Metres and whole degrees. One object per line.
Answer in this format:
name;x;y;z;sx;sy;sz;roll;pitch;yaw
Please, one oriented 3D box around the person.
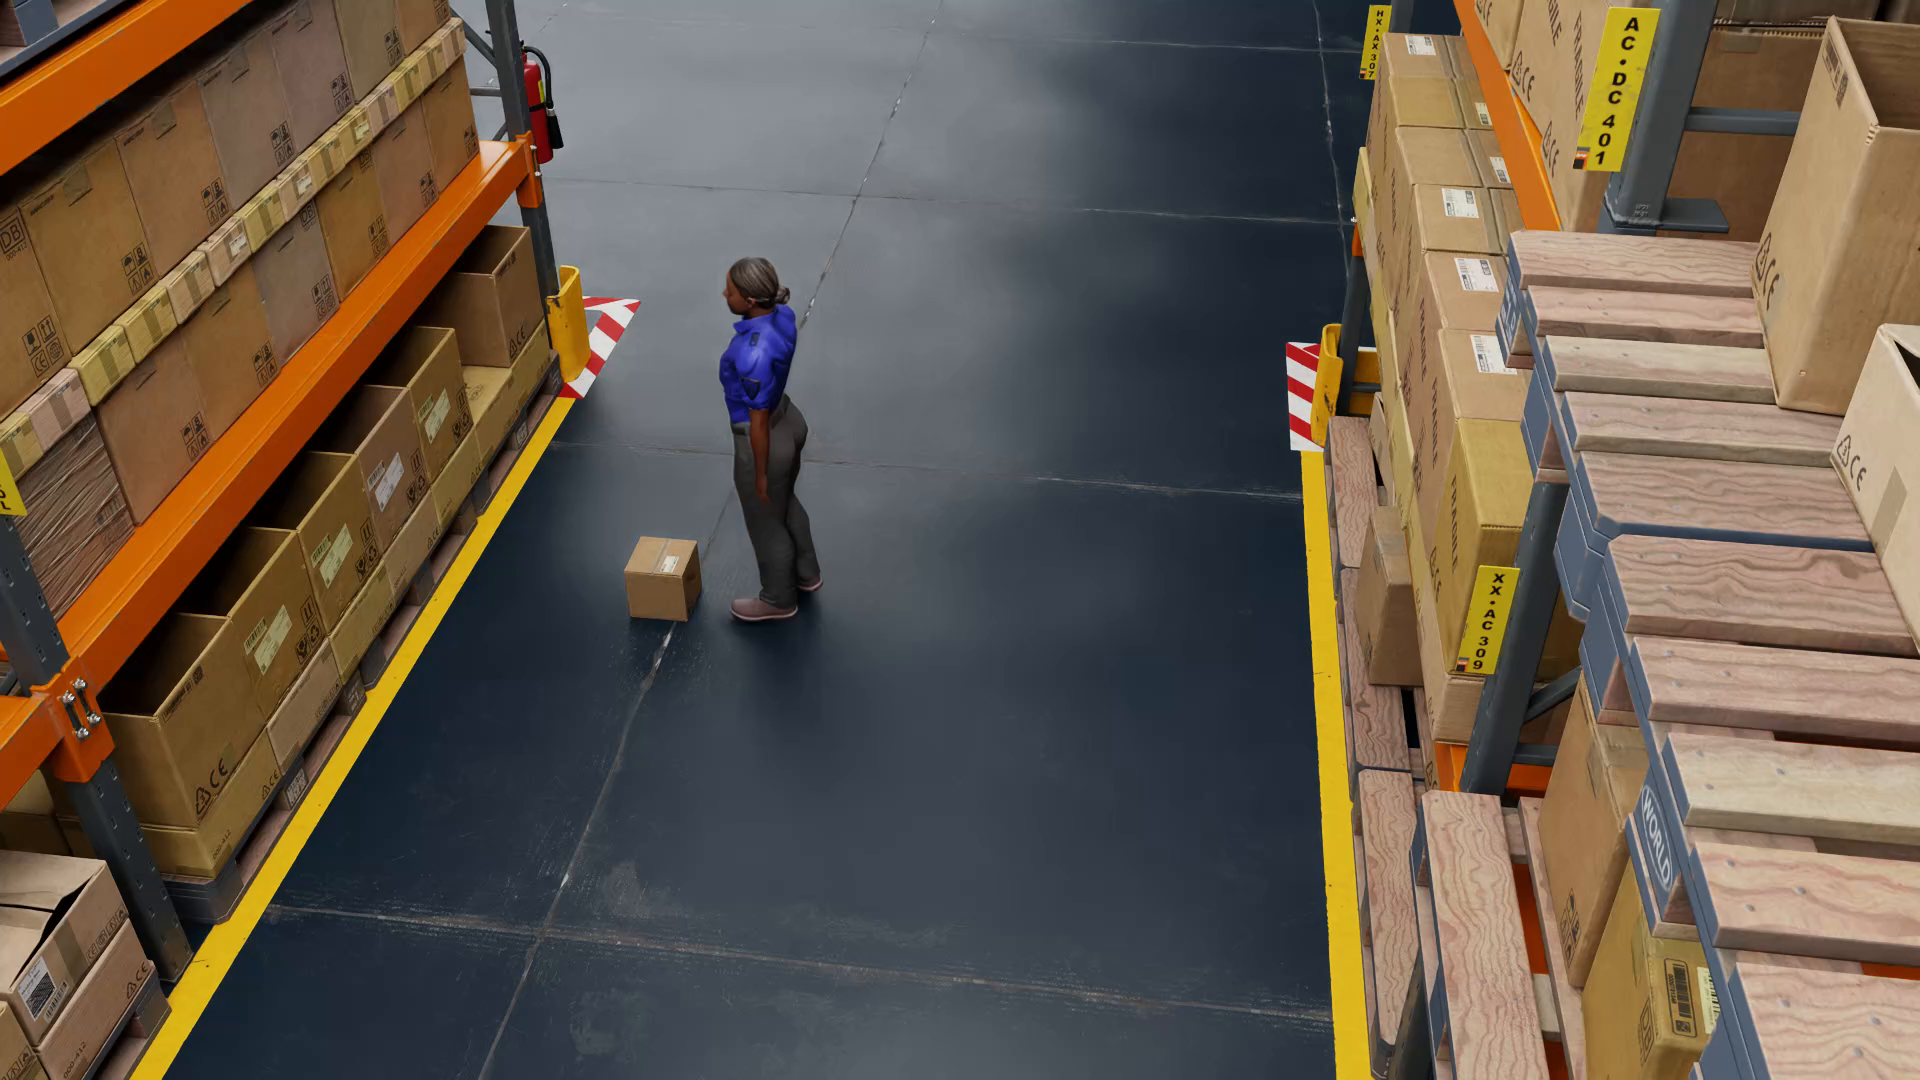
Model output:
person;-0.789;-0.391;6.652;0.356;1.683;0.506;7;37;10
